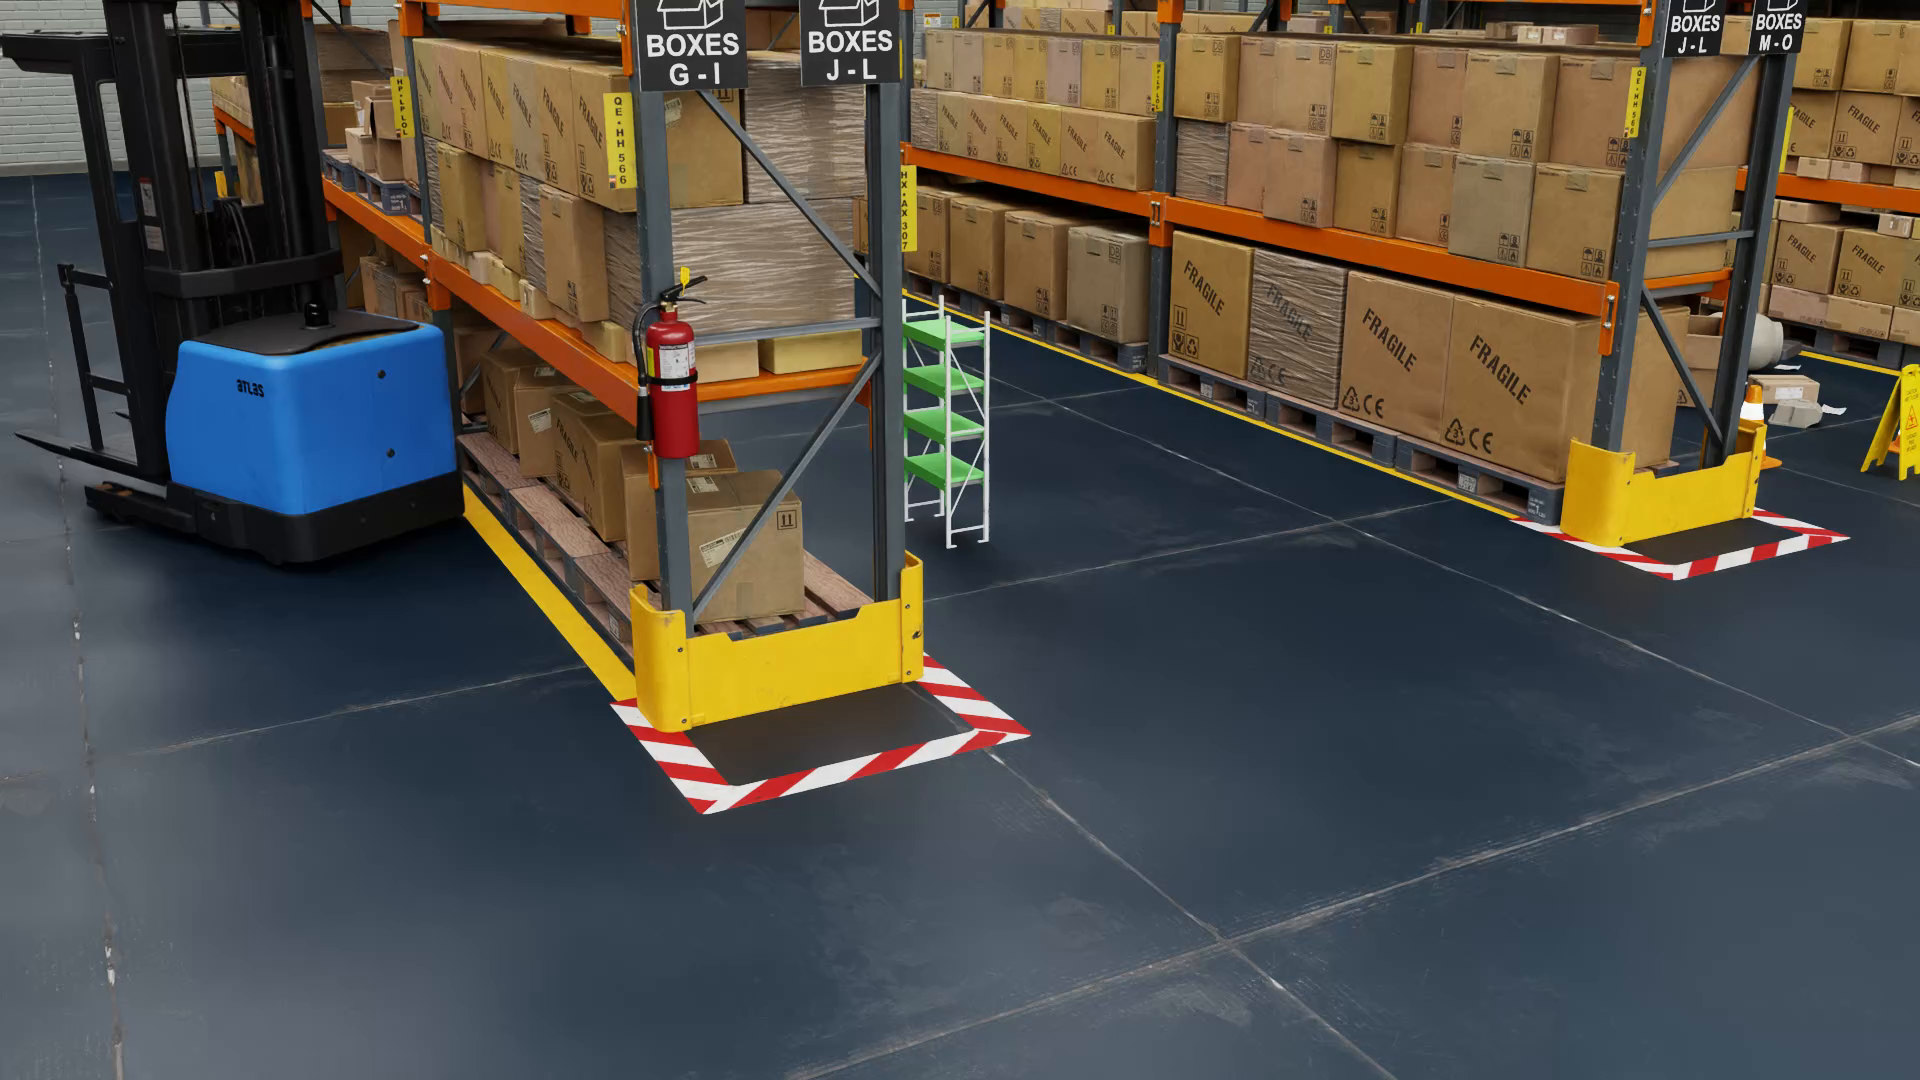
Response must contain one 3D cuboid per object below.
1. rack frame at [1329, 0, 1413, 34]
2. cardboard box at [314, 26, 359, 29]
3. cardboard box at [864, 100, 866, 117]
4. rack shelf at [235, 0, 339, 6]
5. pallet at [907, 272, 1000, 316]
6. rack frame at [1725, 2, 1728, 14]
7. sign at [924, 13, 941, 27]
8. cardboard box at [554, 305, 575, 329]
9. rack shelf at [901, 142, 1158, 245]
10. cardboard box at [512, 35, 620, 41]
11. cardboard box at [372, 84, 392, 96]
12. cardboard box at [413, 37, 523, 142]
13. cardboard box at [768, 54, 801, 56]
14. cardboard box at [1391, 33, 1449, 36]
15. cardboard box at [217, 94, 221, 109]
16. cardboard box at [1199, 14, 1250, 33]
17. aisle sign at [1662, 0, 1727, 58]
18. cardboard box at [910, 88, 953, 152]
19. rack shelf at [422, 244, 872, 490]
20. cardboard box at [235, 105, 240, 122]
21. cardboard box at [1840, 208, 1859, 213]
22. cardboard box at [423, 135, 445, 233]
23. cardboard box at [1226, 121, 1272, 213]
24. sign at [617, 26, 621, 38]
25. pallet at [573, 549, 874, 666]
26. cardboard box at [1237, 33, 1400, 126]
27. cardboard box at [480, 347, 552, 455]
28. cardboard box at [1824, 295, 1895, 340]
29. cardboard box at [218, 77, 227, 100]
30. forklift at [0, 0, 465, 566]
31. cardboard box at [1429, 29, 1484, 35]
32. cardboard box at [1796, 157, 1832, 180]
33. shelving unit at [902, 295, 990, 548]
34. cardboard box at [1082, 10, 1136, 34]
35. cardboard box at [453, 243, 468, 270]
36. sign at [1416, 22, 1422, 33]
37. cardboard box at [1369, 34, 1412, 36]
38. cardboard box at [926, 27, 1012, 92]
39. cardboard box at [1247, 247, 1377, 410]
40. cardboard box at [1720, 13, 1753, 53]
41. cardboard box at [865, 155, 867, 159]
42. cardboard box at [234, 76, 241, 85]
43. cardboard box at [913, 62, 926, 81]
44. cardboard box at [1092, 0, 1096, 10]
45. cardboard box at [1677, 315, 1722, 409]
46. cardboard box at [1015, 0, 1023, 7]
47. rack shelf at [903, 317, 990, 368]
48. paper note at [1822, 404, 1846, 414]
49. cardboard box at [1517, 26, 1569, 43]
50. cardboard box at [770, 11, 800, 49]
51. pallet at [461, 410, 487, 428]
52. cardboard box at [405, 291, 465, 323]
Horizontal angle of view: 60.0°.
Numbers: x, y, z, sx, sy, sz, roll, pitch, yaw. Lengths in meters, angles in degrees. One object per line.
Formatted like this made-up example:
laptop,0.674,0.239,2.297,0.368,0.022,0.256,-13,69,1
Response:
rack frame,4.233,-4.611,17.396,1.000,3.000,0.127,-10,21,-27
cardboard box,-5.762,-4.365,14.991,0.797,0.503,0.637,-10,21,-26
cardboard box,-0.715,-3.965,15.266,0.380,0.149,0.250,-10,21,-26
rack shelf,-7.338,-5.876,17.567,1.077,0.370,4.000,-10,21,-27
pallet,0.232,-2.259,14.855,1.003,0.211,1.213,-10,21,-27
rack frame,8.599,-5.381,19.627,1.000,3.000,0.127,-10,21,-27
sign,-0.494,-9.247,29.566,0.339,0.242,0.001,-10,21,-27
cardboard box,-1.615,-1.067,7.510,0.380,0.149,0.250,-10,21,-27
rack shelf,0.874,-2.901,13.543,1.077,0.370,4.000,-10,21,-27
cardboard box,-2.134,-2.502,9.141,0.500,0.500,0.500,-10,21,-27
cardboard box,-3.844,-3.028,12.011,0.700,0.500,0.500,-7,20,-19
cardboard box,-2.599,-2.420,8.903,0.500,0.500,0.500,-10,21,-27
cardboard box,-1.819,-4.915,17.106,0.380,0.149,0.250,-10,22,-27
cardboard box,4.693,-4.910,17.009,0.500,0.500,0.500,-11,22,-28
cardboard box,-8.165,-4.954,18.774,0.380,0.149,0.250,-11,22,-28
cardboard box,3.042,-5.675,18.792,0.500,0.500,0.500,-10,22,-28
aisle sign,3.493,-2.681,7.816,0.394,0.787,0.004,-10,21,-27
cardboard box,-0.100,-3.692,14.579,0.500,0.500,0.500,-10,21,-26
rack shelf,-1.640,-1.014,8.073,1.077,0.370,4.000,-10,21,-27
cardboard box,-7.311,-4.438,17.278,0.380,0.149,0.250,-10,21,-26
cardboard box,6.892,-2.442,13.531,0.500,0.500,0.500,-10,21,-26
cardboard box,-2.430,-1.977,9.152,0.875,0.500,0.500,-10,21,-27
cardboard box,2.290,-2.479,10.988,0.875,0.550,0.550,-10,21,-27
sign,-4.352,-6.437,21.360,0.100,0.325,0.005,-10,21,-27
pallet,-1.081,0.278,7.501,1.003,0.211,1.213,-10,21,-27
cardboard box,2.332,-2.997,10.833,0.875,0.550,0.550,-10,21,-27
cardboard box,-2.435,-0.824,9.608,0.500,0.500,0.500,-11,22,-28
cardboard box,6.918,-1.703,12.539,0.500,0.250,0.500,-11,22,-29
cardboard box,-7.809,-4.970,18.209,0.500,0.250,0.500,-11,22,-28
forklift,-4.132,-1.614,8.817,3.031,2.935,1.130,13,23,33
cardboard box,6.733,-6.601,22.367,0.700,0.500,0.500,-9,21,-25
cardboard box,6.598,-2.835,12.634,0.380,0.149,0.250,-10,21,-26
shelving unit,-0.079,-0.615,8.573,0.258,1.200,0.503,-10,21,-27
cardboard box,1.866,-6.372,20.812,0.500,0.500,0.500,-10,21,-27
cardboard box,-2.502,-1.559,8.937,0.380,0.149,0.250,-10,21,-27
sign,6.226,-6.852,22.563,0.100,0.325,0.005,-10,21,-27
cardboard box,4.243,-4.832,16.784,0.500,0.500,0.500,-11,22,-28
cardboard box,0.129,-4.205,14.532,0.700,0.500,0.500,-10,21,-27
cardboard box,2.492,-1.412,10.737,0.875,0.875,0.875,-10,21,-26
cardboard box,6.150,-3.963,13.377,0.700,0.500,0.500,-10,22,-27
cardboard box,-0.903,-3.861,17.261,0.500,0.250,0.500,-11,22,-29
cardboard box,-7.076,-4.883,16.810,0.500,0.500,0.500,-10,21,-26
cardboard box,-0.255,-4.416,15.659,0.380,0.149,0.250,-11,22,-28
cardboard box,1.877,-6.717,20.820,0.380,0.149,0.250,-9,21,-25
cardboard box,4.969,-1.246,11.472,0.637,0.503,0.797,7,20,20
cardboard box,0.962,-7.215,22.260,0.380,0.149,0.250,-10,21,-26
rack shelf,-0.079,-1.008,8.438,0.258,0.148,0.480,-10,21,-27
paper note,5.831,-0.874,11.117,0.142,0.019,0.148,16,25,39
cardboard box,5.224,-4.524,14.896,0.380,0.149,0.250,-11,22,-29
cardboard box,-1.975,-5.791,18.674,0.500,0.500,0.500,-9,21,-25
pallet,-2.960,-0.833,10.721,1.003,0.211,1.213,-10,21,-27
cardboard box,-3.338,-1.434,11.346,0.700,0.500,0.500,-12,22,-31
